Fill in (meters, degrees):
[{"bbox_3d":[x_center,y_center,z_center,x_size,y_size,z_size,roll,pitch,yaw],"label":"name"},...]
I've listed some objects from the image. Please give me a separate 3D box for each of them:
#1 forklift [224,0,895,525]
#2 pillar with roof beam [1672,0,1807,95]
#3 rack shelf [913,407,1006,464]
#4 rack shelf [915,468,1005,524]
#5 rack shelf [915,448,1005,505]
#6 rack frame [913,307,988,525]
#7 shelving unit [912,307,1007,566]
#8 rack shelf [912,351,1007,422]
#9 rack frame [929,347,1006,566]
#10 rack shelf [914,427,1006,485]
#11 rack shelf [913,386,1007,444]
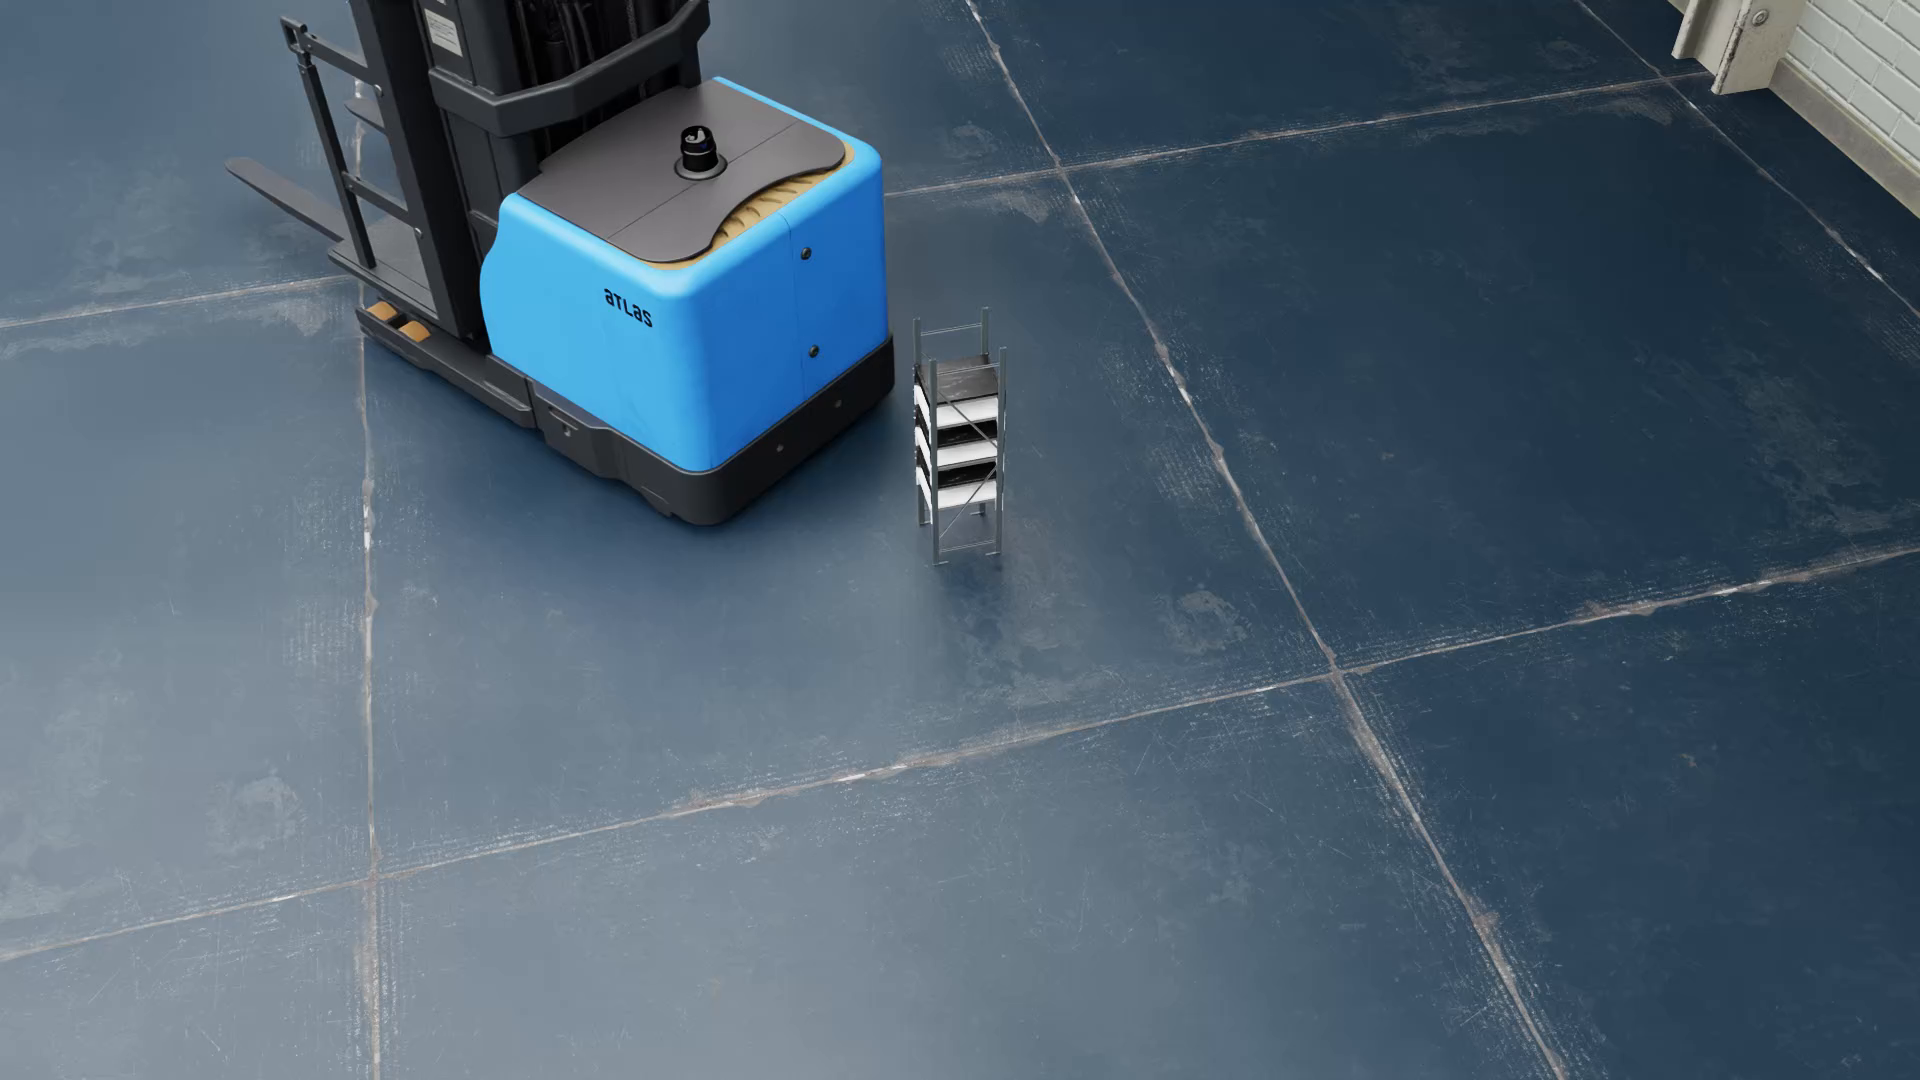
[{"bbox_3d":[-1.709,-1.964,5.623,3.031,2.935,1.130,30,53,26],"label":"forklift"},{"bbox_3d":[-0.516,-4.613,3.970,9.100,9.000,0.400,-11,47,-10],"label":"pillar with roof beam"},{"bbox_3d":[-0.002,-0.360,5.394,0.258,0.077,0.200,-11,47,-10],"label":"rack shelf"},{"bbox_3d":[-0.002,-0.171,5.586,0.258,0.077,0.200,-11,47,-10],"label":"rack shelf"},{"bbox_3d":[-0.002,-0.234,5.522,0.258,0.077,0.200,-11,47,-10],"label":"rack shelf"},{"bbox_3d":[-0.028,-0.391,5.503,0.240,0.900,0.006,-11,47,-10],"label":"rack frame"},{"bbox_3d":[-0.002,-0.321,5.434,0.258,0.900,0.210,-11,47,-10],"label":"shelving unit"},{"bbox_3d":[-0.002,-0.486,5.265,0.258,0.077,0.200,-11,47,-10],"label":"rack shelf"},{"bbox_3d":[0.024,-0.250,5.365,0.240,0.900,0.006,-11,47,-10],"label":"rack frame"},{"bbox_3d":[-0.002,-0.297,5.458,0.258,0.077,0.200,-11,47,-10],"label":"rack shelf"},{"bbox_3d":[-0.002,-0.423,5.329,0.258,0.077,0.200,-11,47,-10],"label":"rack shelf"}]
